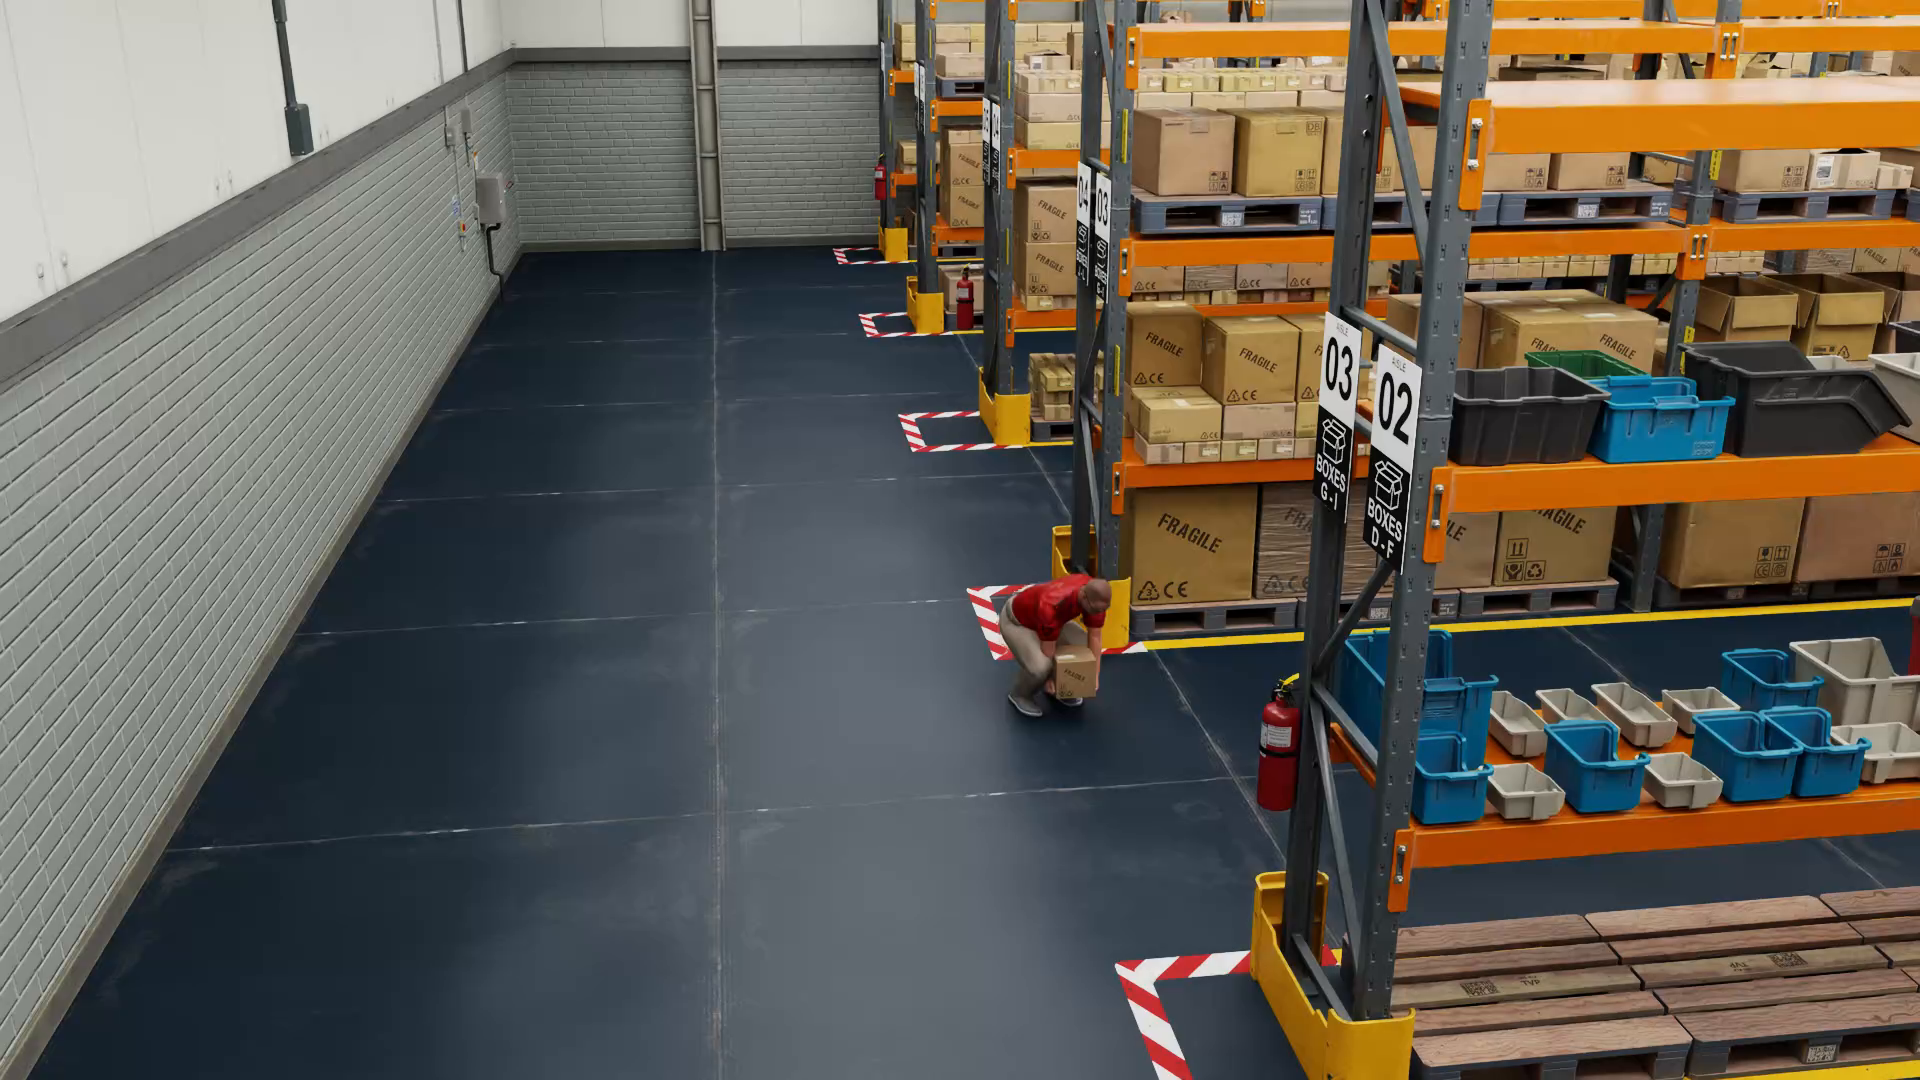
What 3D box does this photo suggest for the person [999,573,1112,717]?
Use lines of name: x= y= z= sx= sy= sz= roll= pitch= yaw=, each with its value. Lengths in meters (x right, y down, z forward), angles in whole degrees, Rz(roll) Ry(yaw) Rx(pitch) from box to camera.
person: x=0.616 y=0.620 z=10.459 sx=0.539 sy=1.008 sz=0.863 roll=-12 pitch=23 yaw=-30
